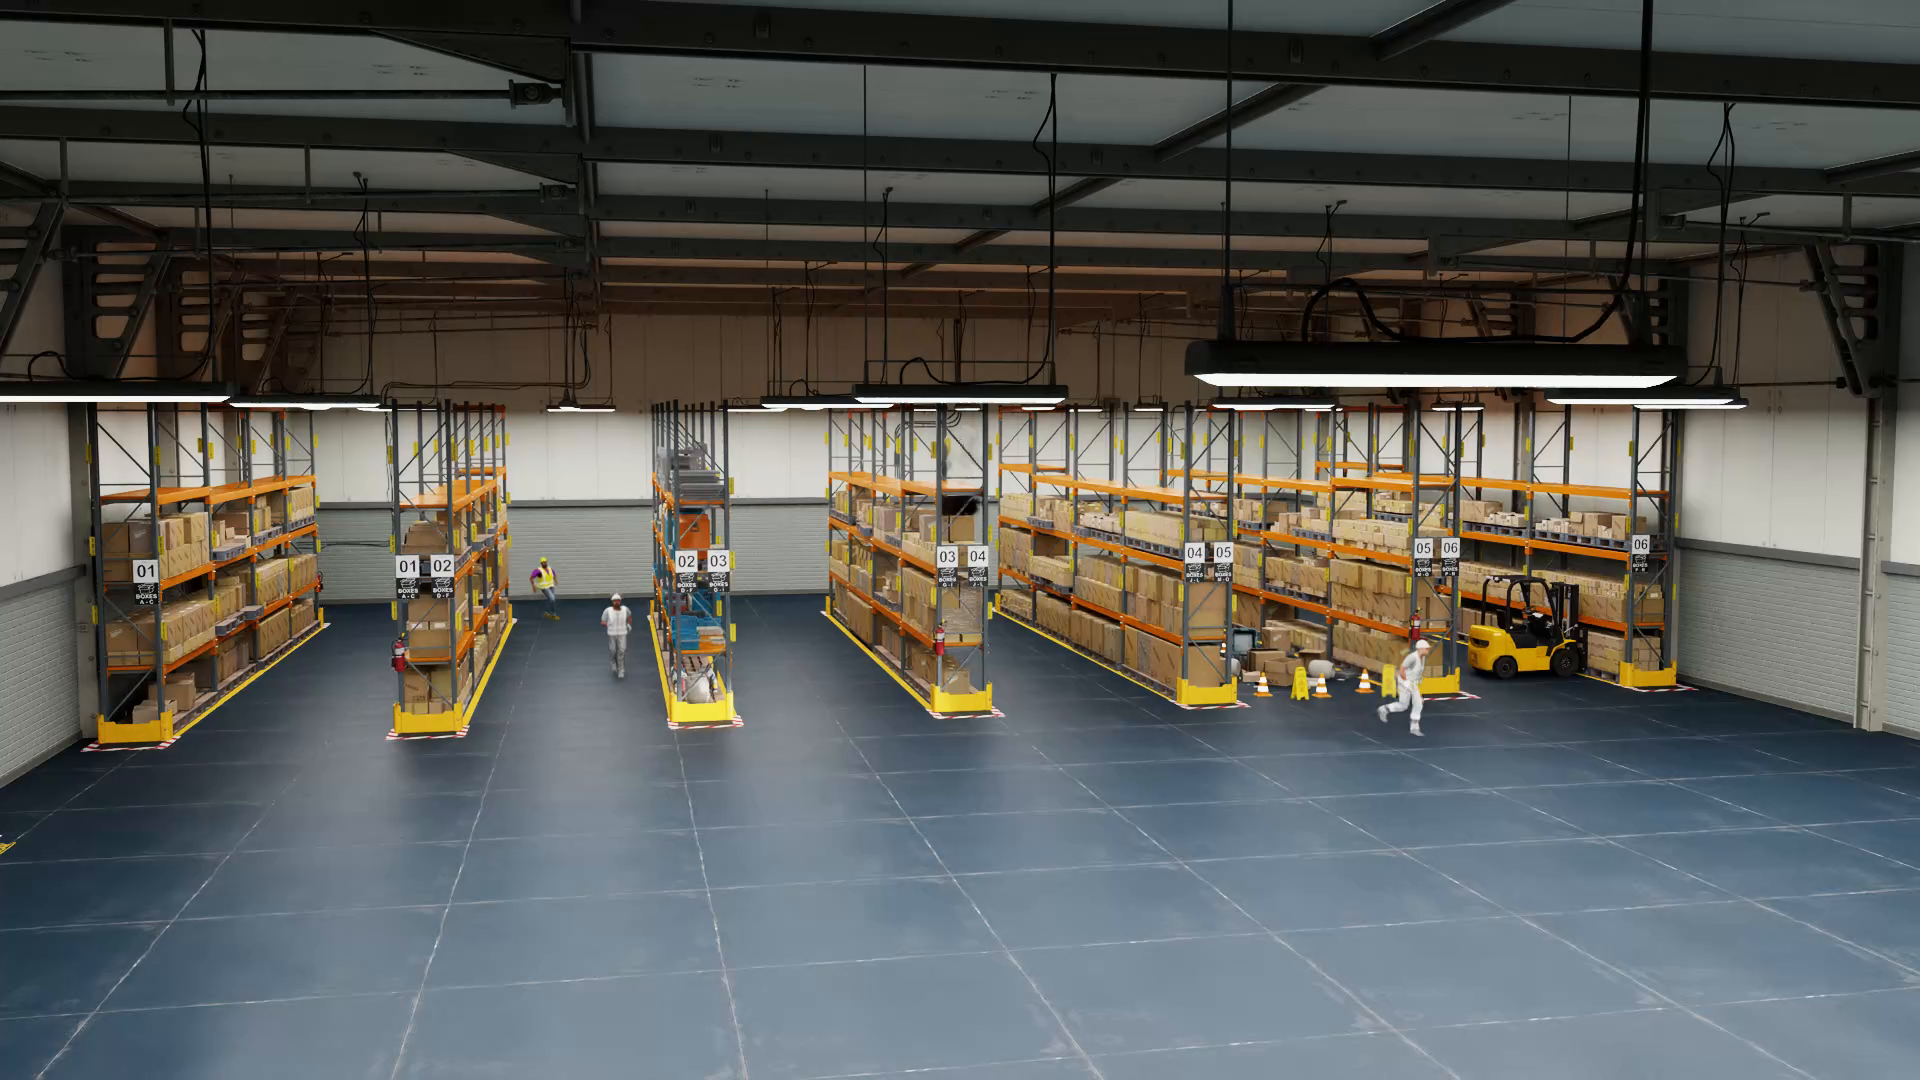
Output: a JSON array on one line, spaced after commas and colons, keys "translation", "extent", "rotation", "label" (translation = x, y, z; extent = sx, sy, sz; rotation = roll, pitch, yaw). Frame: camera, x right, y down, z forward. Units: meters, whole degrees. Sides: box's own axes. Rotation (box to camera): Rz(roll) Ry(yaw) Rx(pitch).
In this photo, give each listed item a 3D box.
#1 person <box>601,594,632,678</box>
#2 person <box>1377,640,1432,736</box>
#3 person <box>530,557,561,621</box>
[{"translation": [-7.476, 2.073, 36.261], "extent": [0.679, 1.778, 0.989], "rotation": [-1, 4, -16], "label": "person"}, {"translation": [7.995, 2.633, 29.916], "extent": [0.989, 1.731, 0.669], "rotation": [3, 5, 35], "label": "person"}, {"translation": [-11.496, 1.359, 46.309], "extent": [0.723, 1.774, 0.766], "rotation": [3, 5, 32], "label": "person"}]
